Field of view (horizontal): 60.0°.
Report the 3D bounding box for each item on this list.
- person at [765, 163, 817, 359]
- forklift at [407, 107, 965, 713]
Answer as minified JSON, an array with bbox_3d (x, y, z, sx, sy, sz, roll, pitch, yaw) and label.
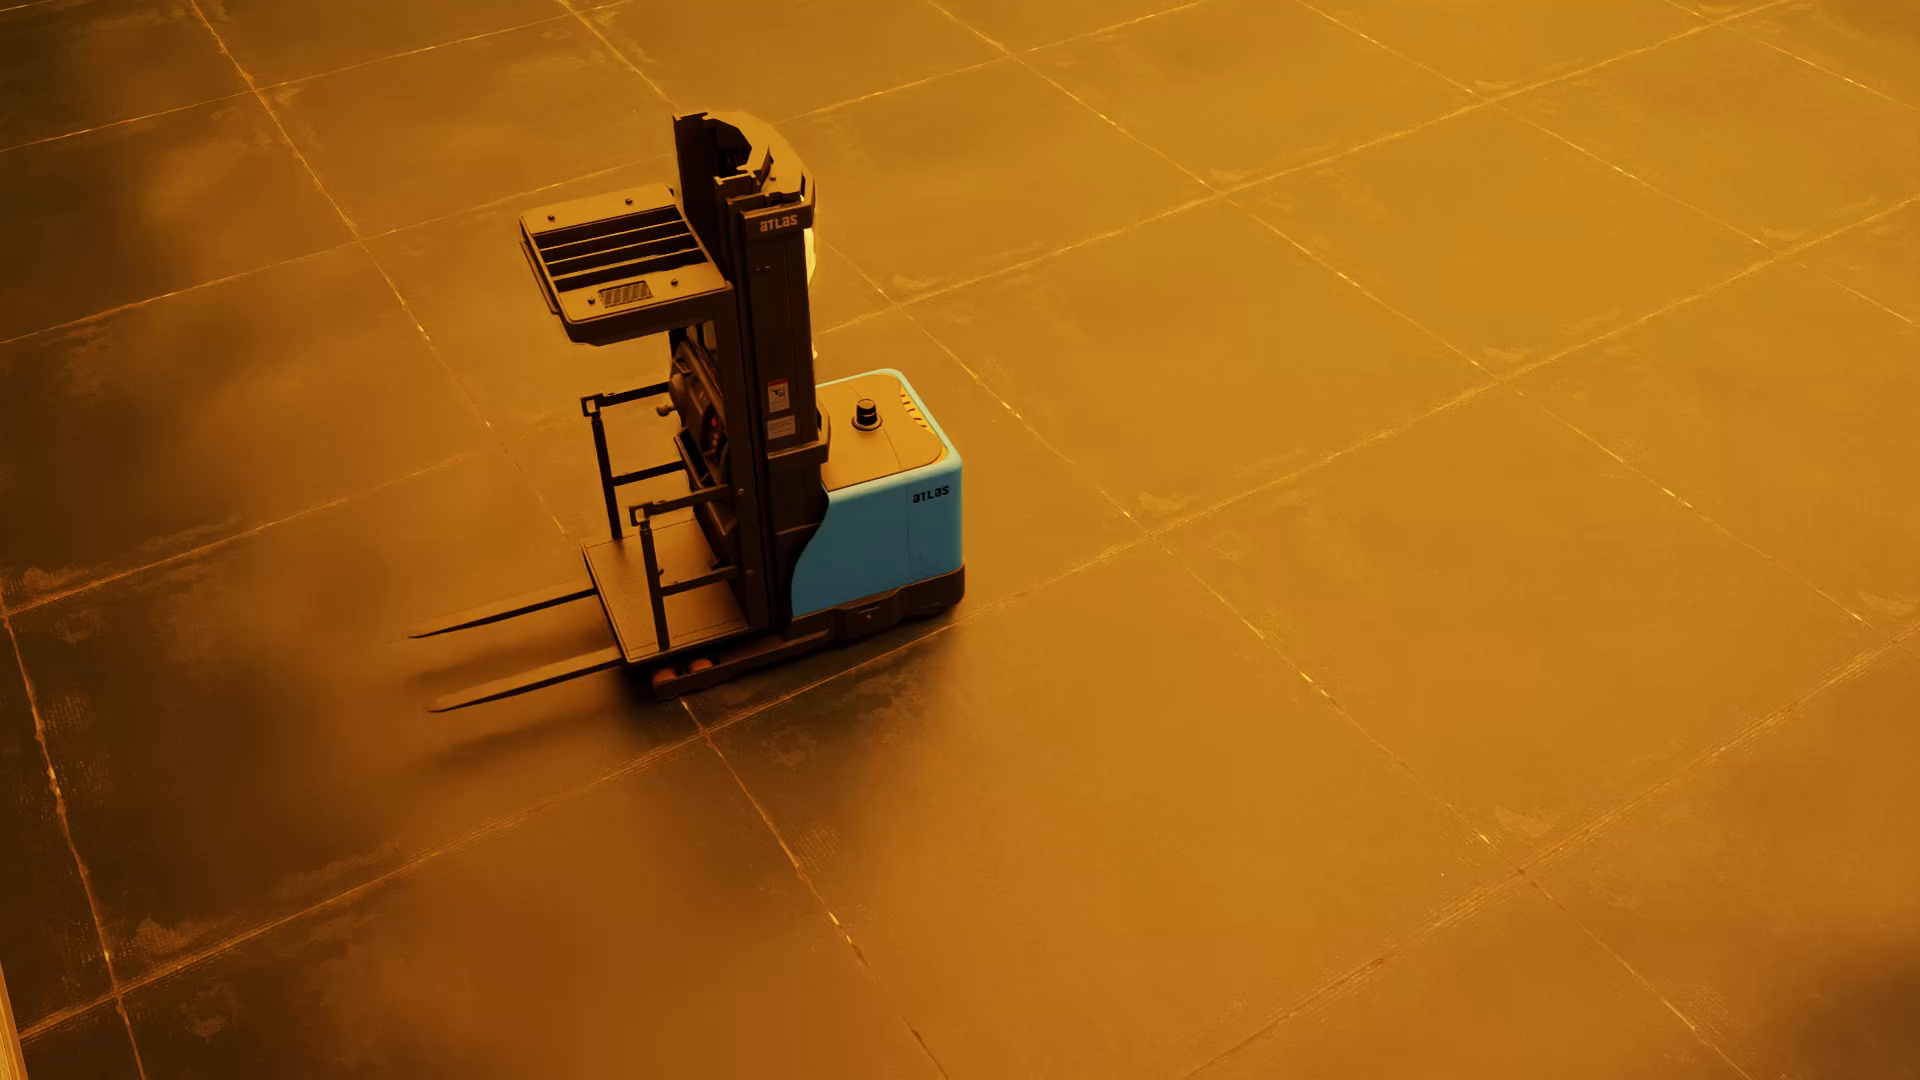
[{"bbox_3d":[-1.194,-1.808,10.912,0.650,1.677,0.868,6,42,7],"label":"person"},{"bbox_3d":[-1.537,-0.631,8.593,3.031,2.935,1.130,-16,44,-17],"label":"forklift"}]
